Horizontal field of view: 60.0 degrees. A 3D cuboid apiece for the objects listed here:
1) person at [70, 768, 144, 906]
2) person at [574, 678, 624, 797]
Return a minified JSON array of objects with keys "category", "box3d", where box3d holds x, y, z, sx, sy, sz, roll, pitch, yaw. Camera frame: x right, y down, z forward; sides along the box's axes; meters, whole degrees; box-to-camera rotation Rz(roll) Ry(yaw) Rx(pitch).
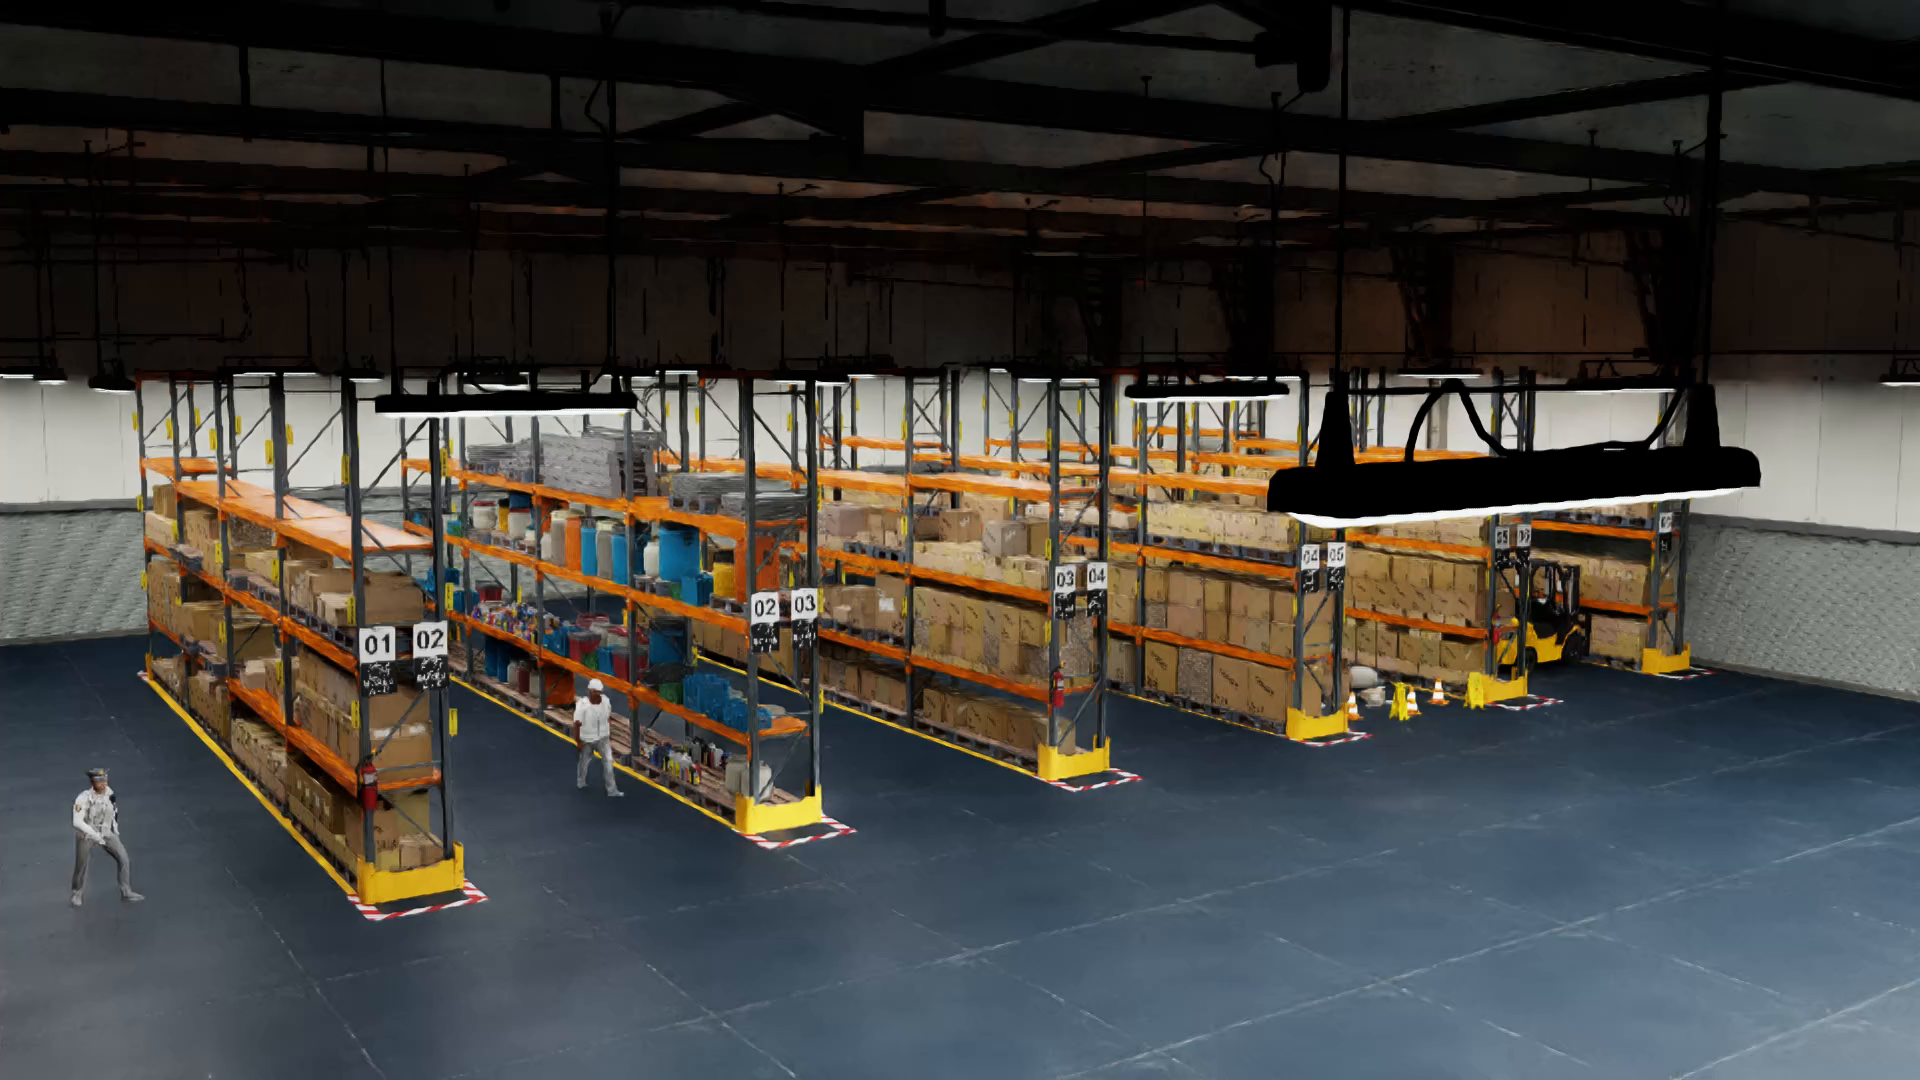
[{"category":"person","box3d":[-9.872,3.381,19.045,0.771,1.617,0.640,5,8,36]},{"category":"person","box3d":[-5.222,2.803,23.766,0.575,1.691,1.121,-4,8,-31]}]
